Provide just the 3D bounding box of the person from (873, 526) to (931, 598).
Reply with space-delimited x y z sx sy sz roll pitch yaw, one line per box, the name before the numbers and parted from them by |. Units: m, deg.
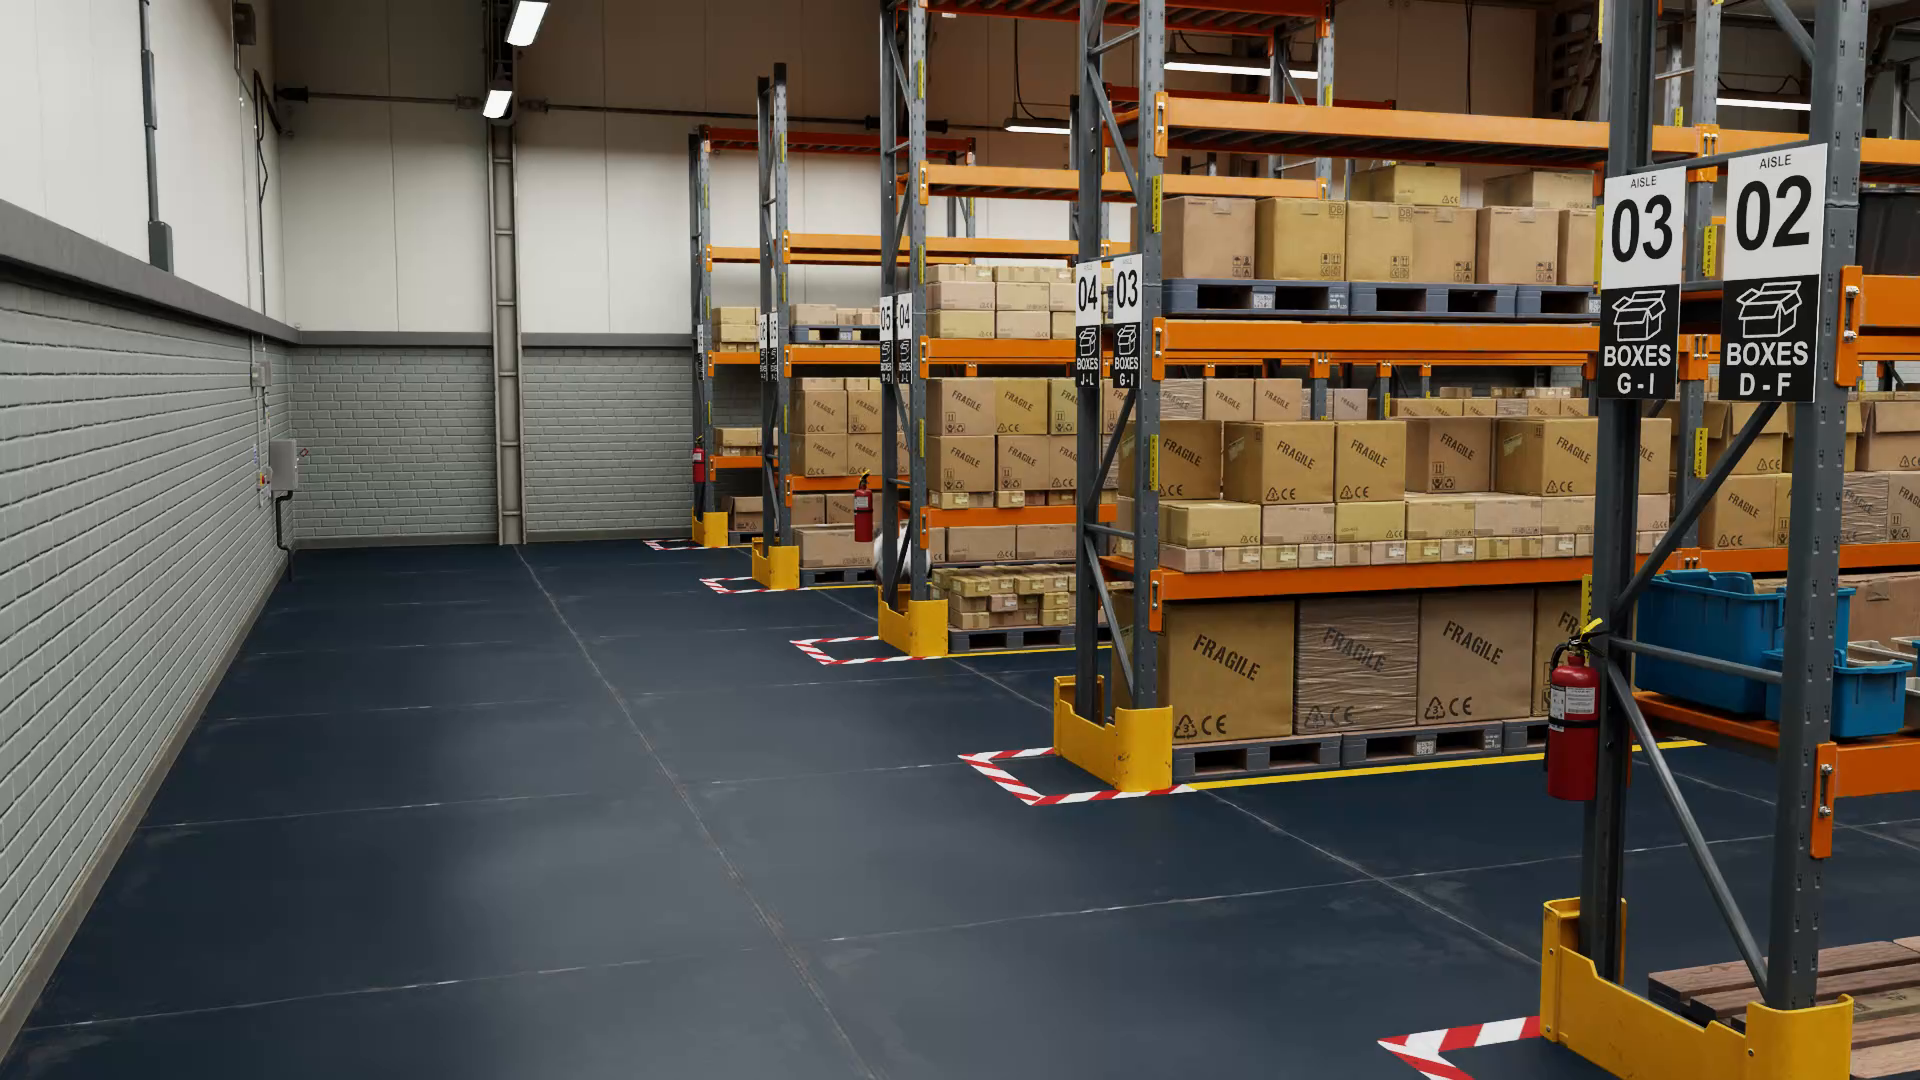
person | -0.663 0.288 18.315 0.534 0.845 1.009 -2 6 -20
